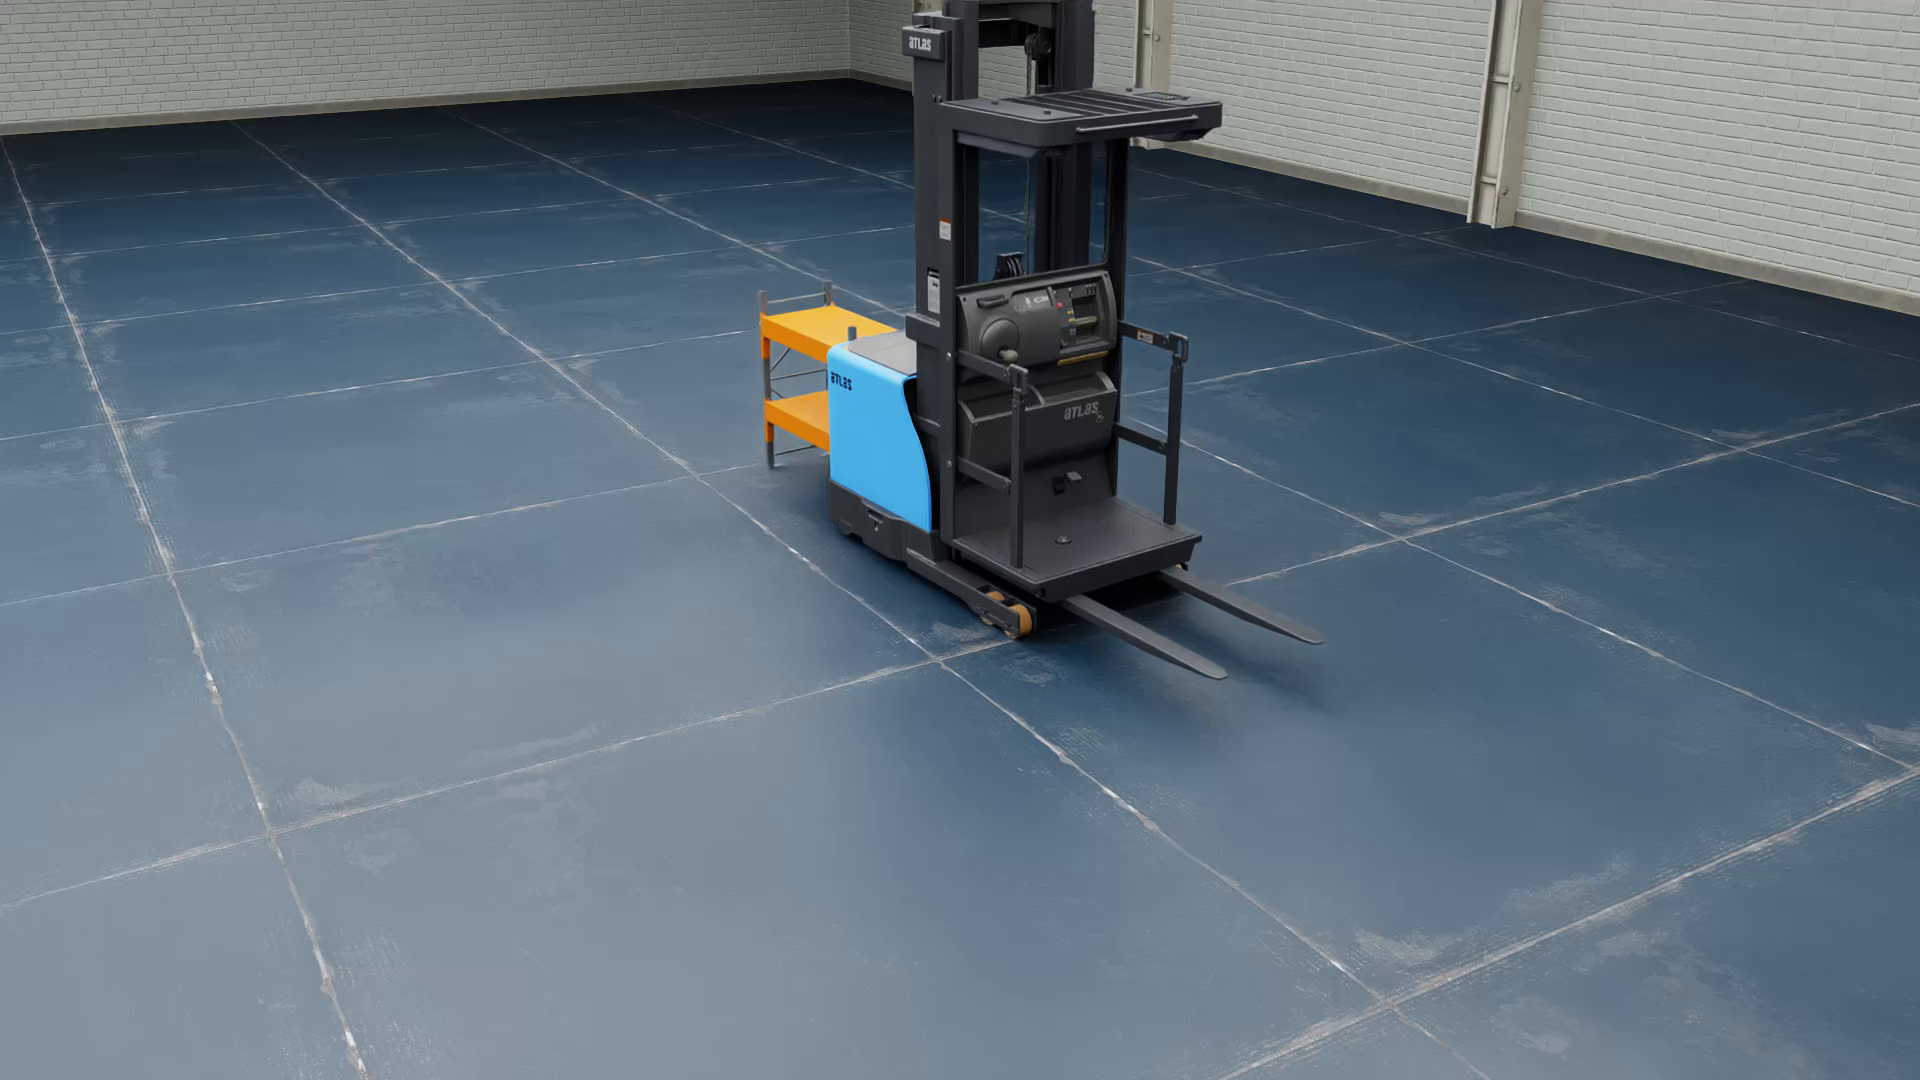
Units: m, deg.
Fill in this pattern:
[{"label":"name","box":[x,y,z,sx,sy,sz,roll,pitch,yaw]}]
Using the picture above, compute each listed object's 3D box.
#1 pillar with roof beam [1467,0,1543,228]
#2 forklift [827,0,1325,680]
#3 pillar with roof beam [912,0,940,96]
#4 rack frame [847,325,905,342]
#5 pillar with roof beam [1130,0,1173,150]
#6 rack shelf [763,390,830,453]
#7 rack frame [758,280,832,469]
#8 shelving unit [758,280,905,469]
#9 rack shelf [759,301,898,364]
[{"label":"pillar with roof beam","box":[1.884,-6.669,13.769,9.100,9.000,0.400,-13,25,-28]},{"label":"forklift","box":[0.520,-1.083,8.082,1.130,2.935,3.031,-15,27,-32]},{"label":"pillar with roof beam","box":[-4.245,-10.554,23.326,9.100,9.000,0.400,-13,25,-28]},{"label":"rack frame","box":[-0.415,-0.715,9.578,0.500,1.125,0.032,-15,27,-32]},{"label":"pillar with roof beam","box":[-1.180,-8.612,18.548,9.100,9.000,0.400,-13,25,-28]},{"label":"rack shelf","box":[-0.709,-0.645,10.053,0.538,0.278,1.000,-15,27,-32]},{"label":"rack frame","box":[-1.004,-1.027,10.345,0.500,1.125,0.032,-15,27,-32]},{"label":"shelving unit","box":[-0.709,-0.871,9.961,0.538,1.125,1.048,-15,27,-32]},{"label":"rack shelf","box":[-0.709,-1.142,9.851,0.538,0.278,1.000,-15,27,-32]}]
